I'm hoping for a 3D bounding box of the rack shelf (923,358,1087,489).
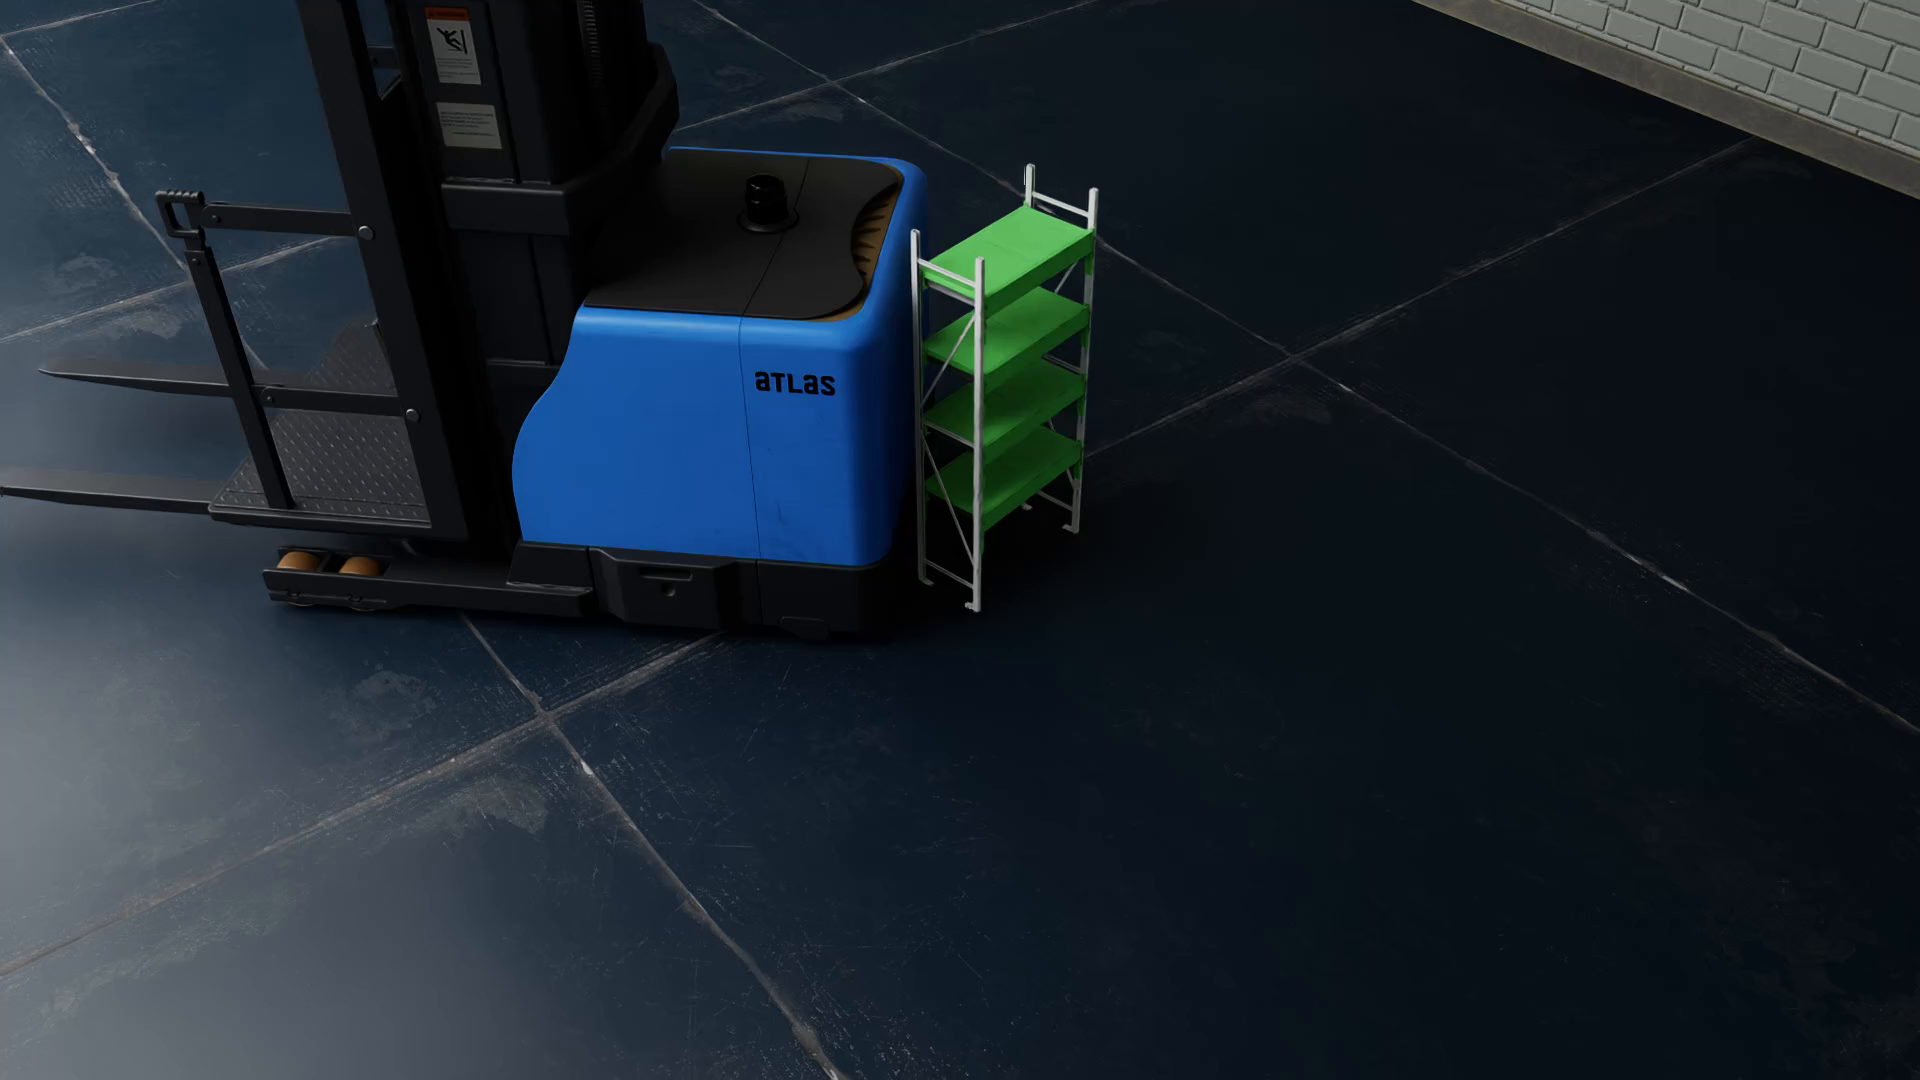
[{"bbox_3d":[0.124,-0.367,4.852,0.258,0.148,0.480,28,47,30],"label":"rack shelf"}]

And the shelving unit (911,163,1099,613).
[{"bbox_3d":[0.124,-0.416,4.811,0.258,1.200,0.503,28,47,30],"label":"shelving unit"}]

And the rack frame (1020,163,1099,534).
[{"bbox_3d":[0.281,-0.535,4.956,0.240,1.200,0.015,28,47,30],"label":"rack frame"}]

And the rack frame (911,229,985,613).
[{"bbox_3d":[-0.033,-0.298,4.667,0.240,1.200,0.015,28,47,30],"label":"rack frame"}]

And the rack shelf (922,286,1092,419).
[{"bbox_3d":[0.124,-0.552,4.700,0.258,0.148,0.480,28,47,30],"label":"rack shelf"}]

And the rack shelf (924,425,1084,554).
[{"bbox_3d":[0.124,-0.181,5.004,0.258,0.148,0.480,28,47,30],"label":"rack shelf"}]

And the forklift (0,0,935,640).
[{"bbox_3d":[-1.638,-1.246,4.458,3.031,2.935,1.130,4,40,5],"label":"forklift"}]

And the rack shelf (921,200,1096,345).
[{"bbox_3d":[0.124,-0.738,4.547,0.258,0.148,0.480,28,47,30],"label":"rack shelf"}]
